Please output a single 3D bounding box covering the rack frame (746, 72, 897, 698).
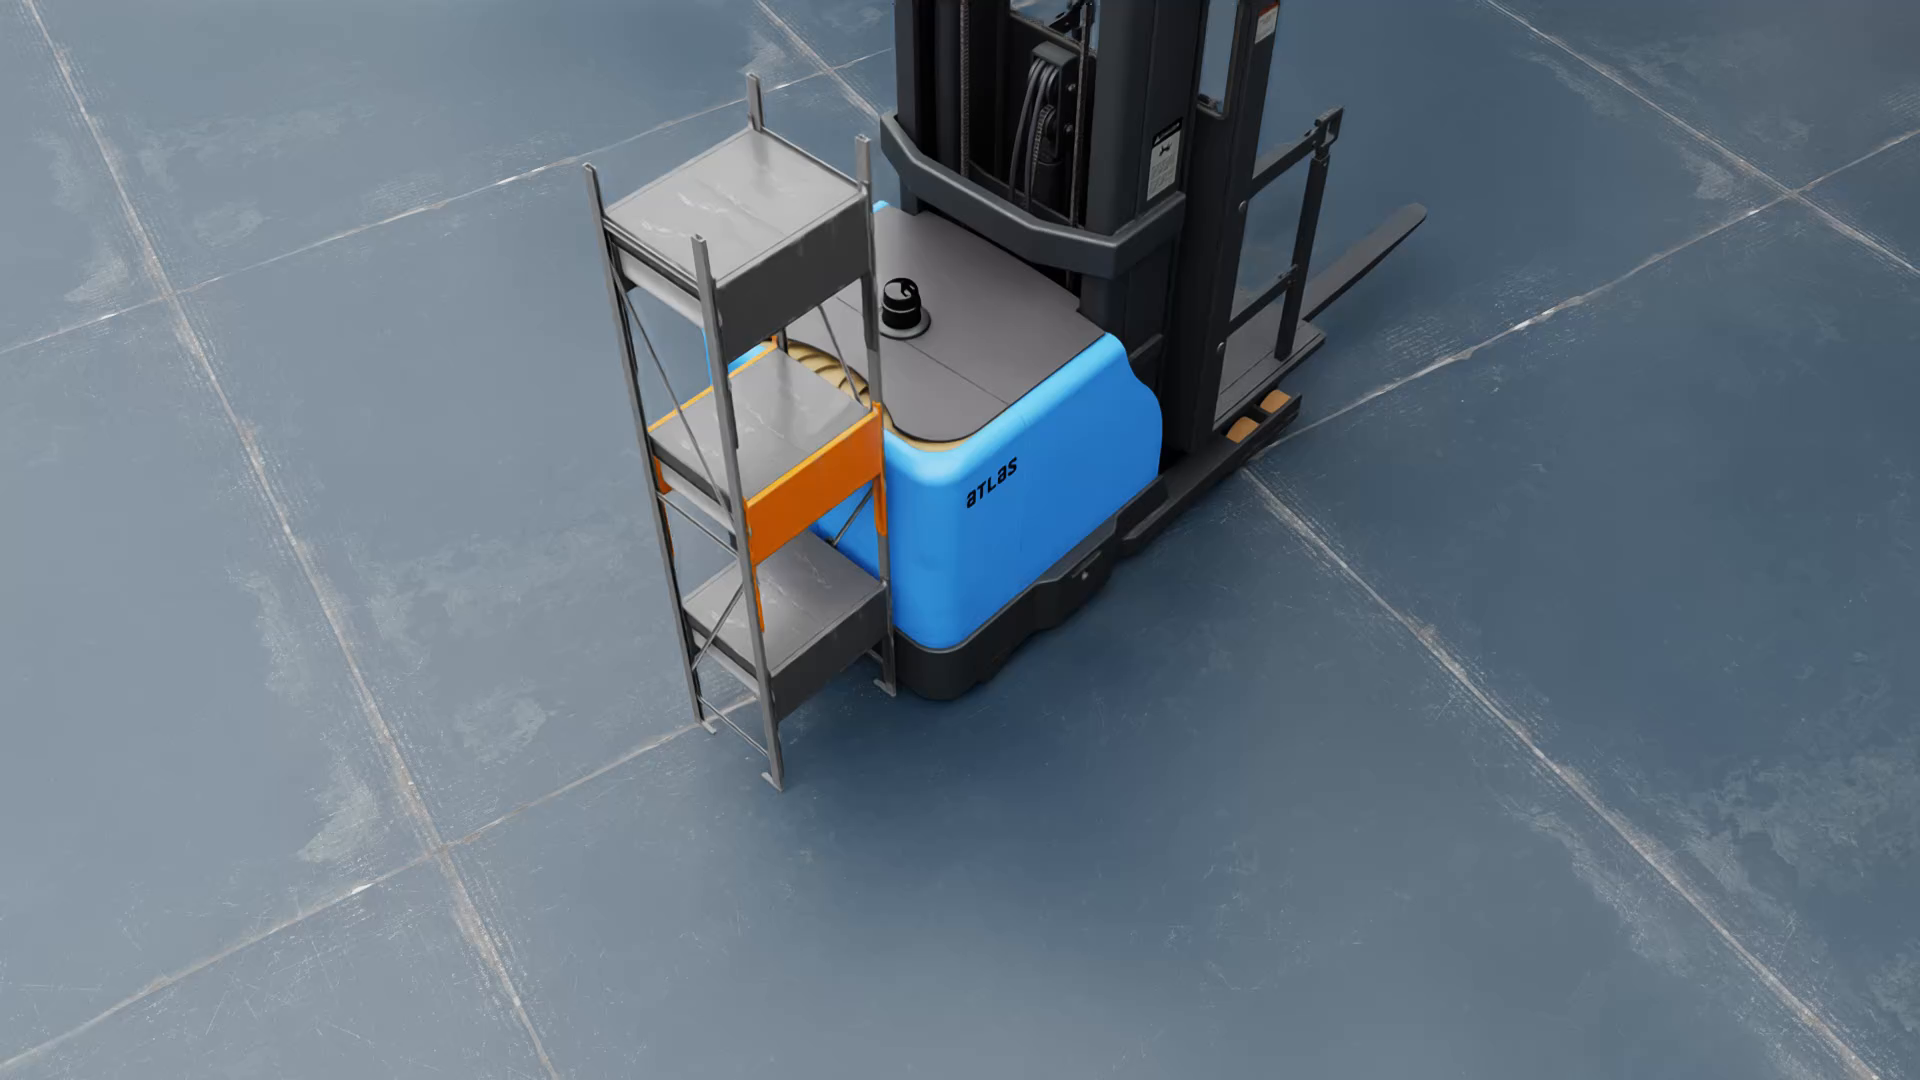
[{"bbox_3d":[-0.353,-0.301,4.612,0.400,2.100,0.015,35,57,27],"label":"rack frame"}]

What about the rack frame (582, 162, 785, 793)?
[{"bbox_3d":[-0.686,-0.034,4.374,0.400,2.100,0.015,35,57,27],"label":"rack frame"}]

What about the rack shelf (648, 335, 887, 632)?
[{"bbox_3d":[-0.520,-0.158,4.503,0.431,0.518,0.480,35,57,27],"label":"rack shelf"}]

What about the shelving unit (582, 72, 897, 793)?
[{"bbox_3d":[-0.520,-0.167,4.493,0.431,2.100,0.503,35,57,27],"label":"shelving unit"}]

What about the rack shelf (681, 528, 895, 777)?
[{"bbox_3d":[-0.520,0.307,5.026,0.431,0.518,0.480,35,57,27],"label":"rack shelf"}]

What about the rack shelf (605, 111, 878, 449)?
[{"bbox_3d":[-0.520,-0.624,3.980,0.431,0.518,0.480,35,57,27],"label":"rack shelf"}]

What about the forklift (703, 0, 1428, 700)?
[{"bbox_3d":[0.592,-1.487,5.112,1.130,2.935,3.031,35,57,27],"label":"forklift"}]
